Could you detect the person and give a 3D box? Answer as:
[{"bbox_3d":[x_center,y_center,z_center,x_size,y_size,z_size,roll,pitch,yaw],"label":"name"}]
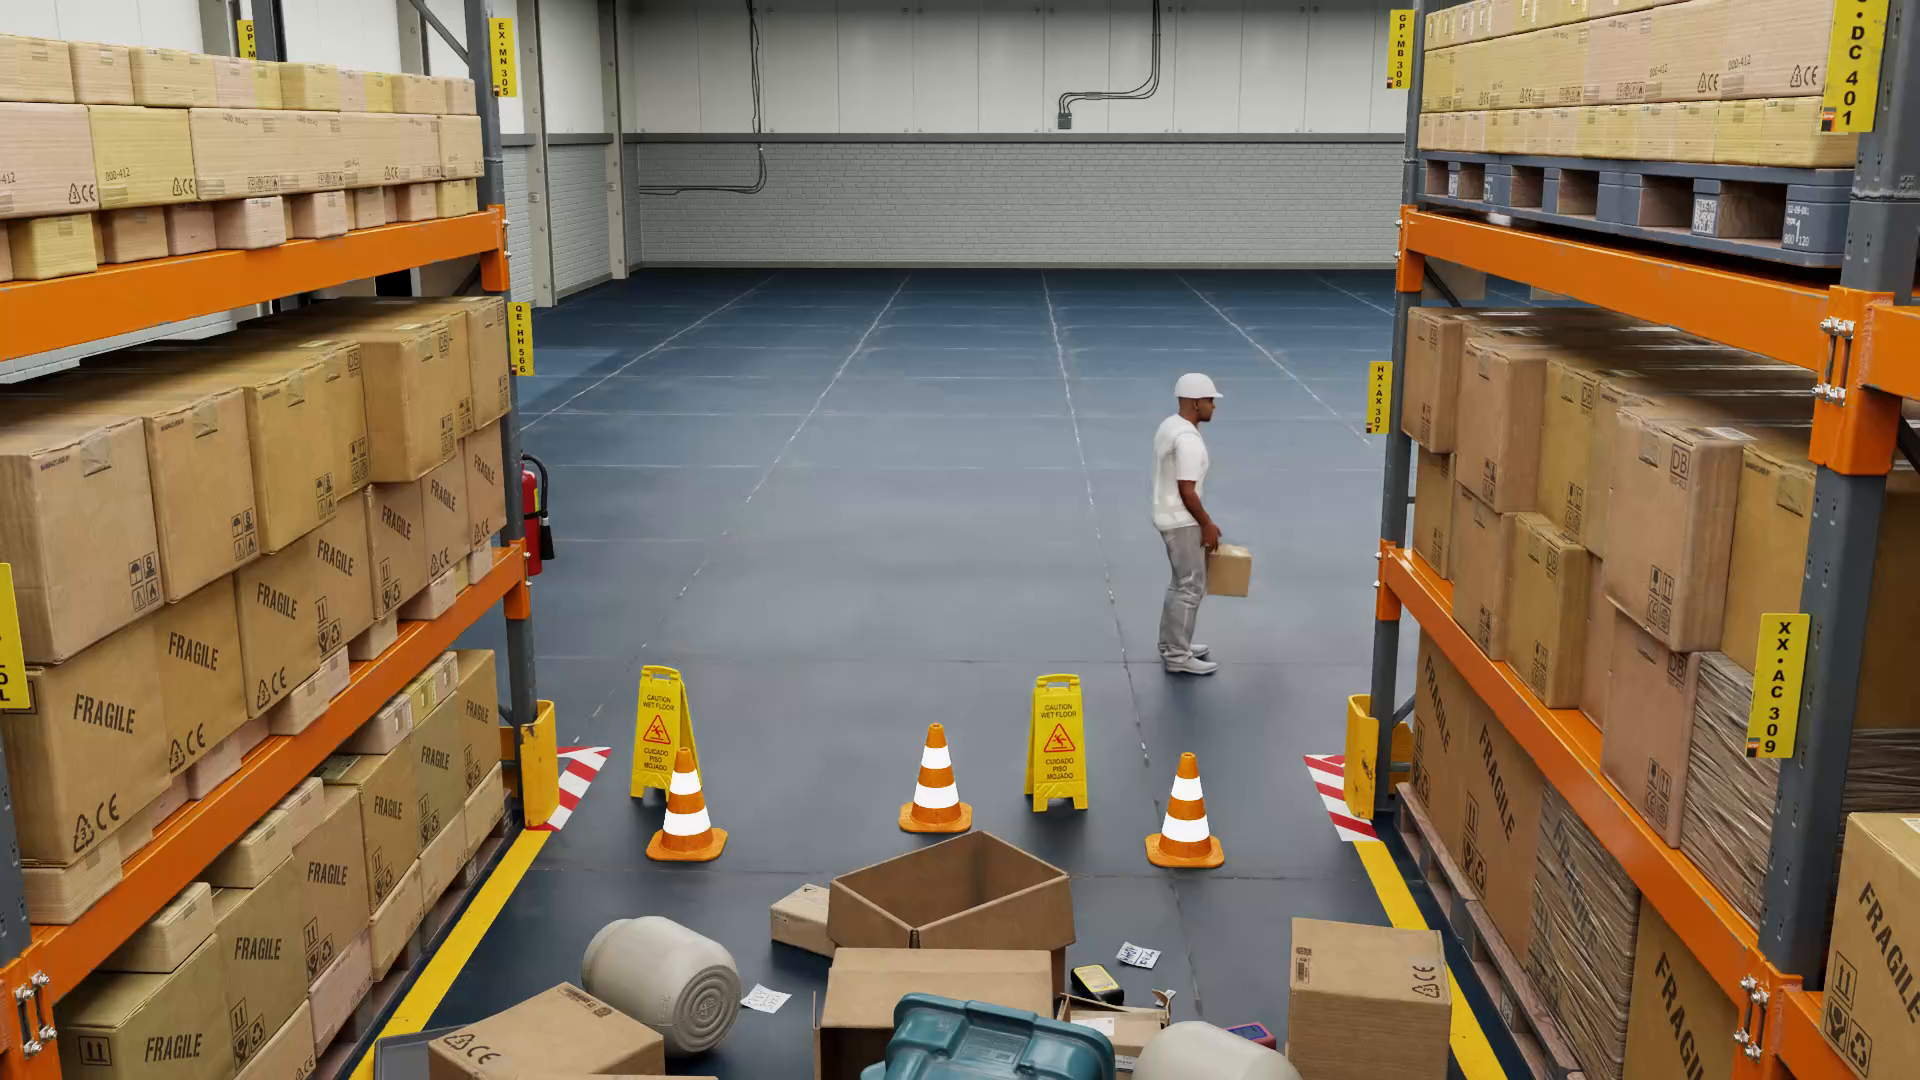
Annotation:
[{"bbox_3d":[1.335,-0.112,9.905,0.419,1.766,0.586,0,14,0],"label":"person"}]
